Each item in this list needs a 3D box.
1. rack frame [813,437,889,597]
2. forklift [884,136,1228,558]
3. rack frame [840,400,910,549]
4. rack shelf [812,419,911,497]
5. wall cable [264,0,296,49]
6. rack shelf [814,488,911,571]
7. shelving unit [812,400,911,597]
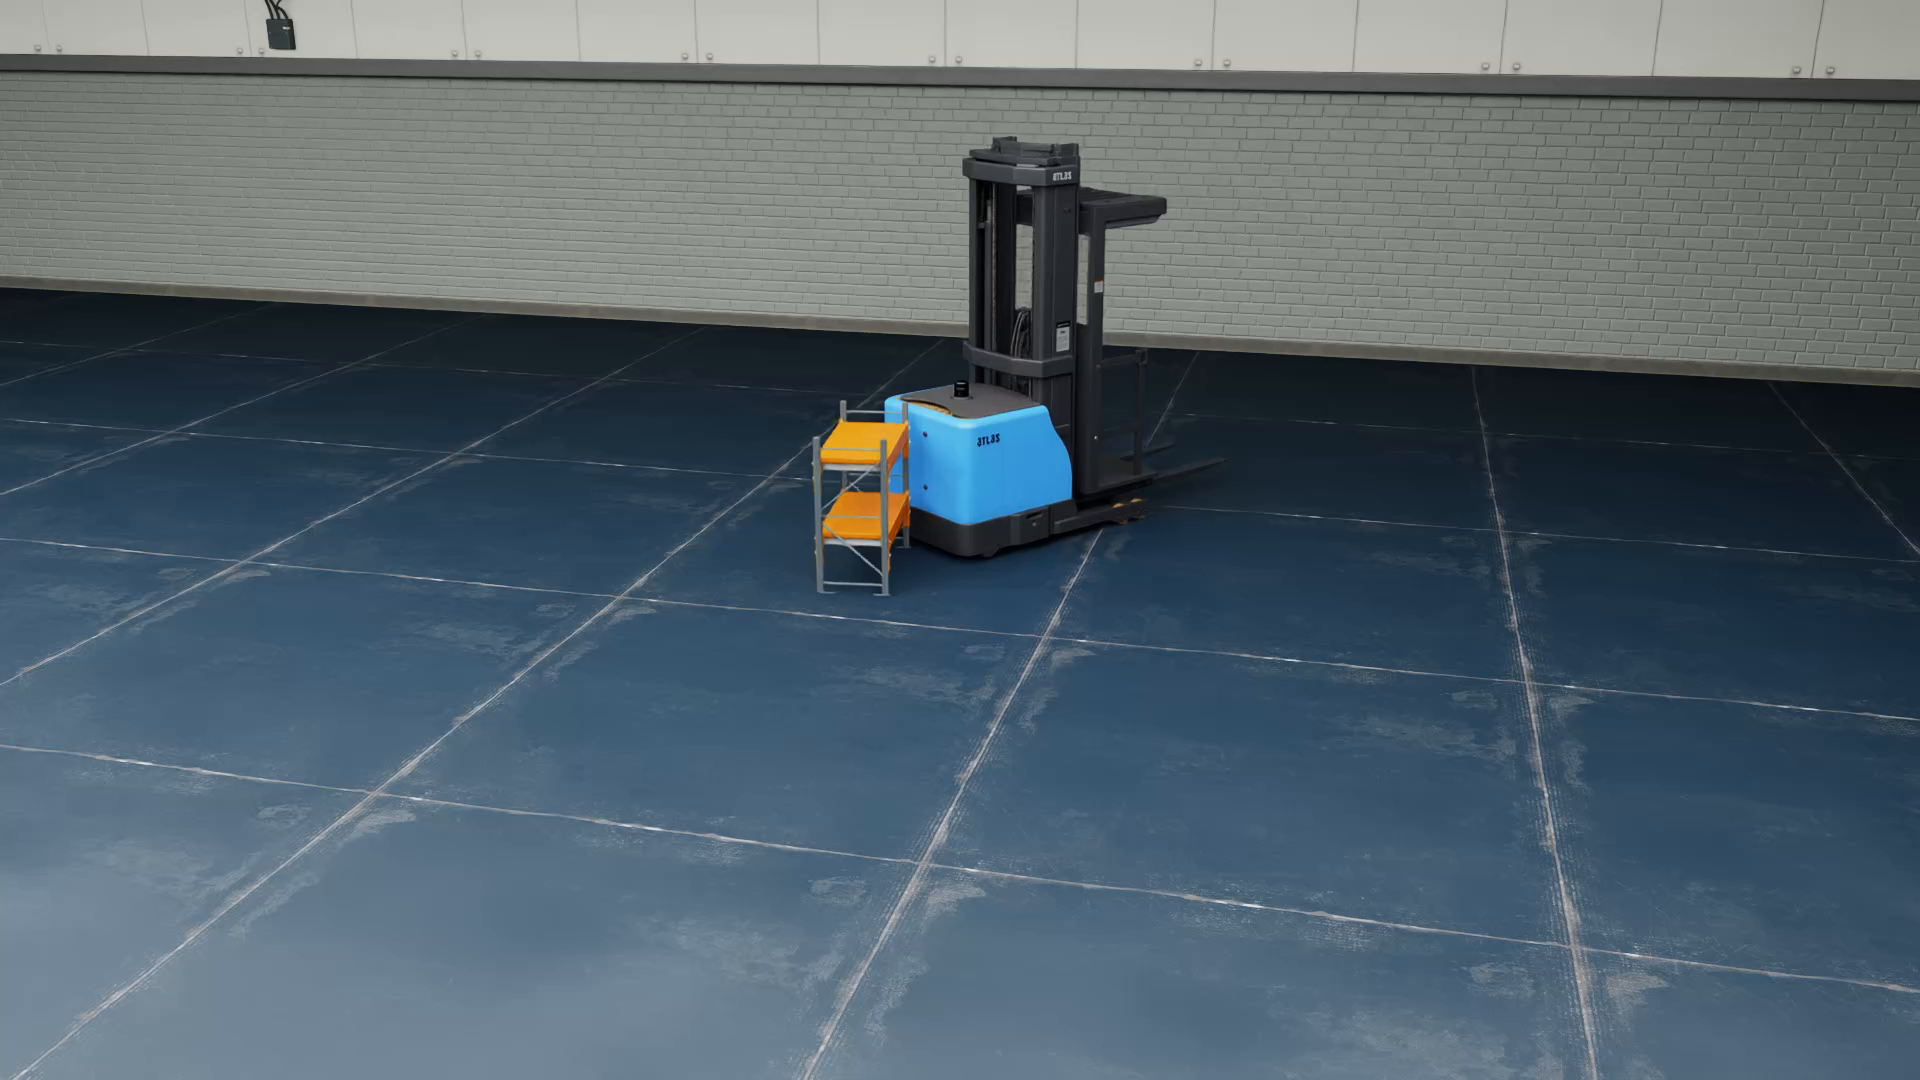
[{"bbox_3d":[-0.743,-0.153,11.395,0.500,1.125,0.032,2,19,6],"label":"rack frame"},{"bbox_3d":[0.874,-1.627,12.917,3.031,2.935,1.130,-15,24,-37],"label":"forklift"},{"bbox_3d":[-0.629,-0.479,12.351,0.500,1.125,0.032,2,19,6],"label":"rack frame"},{"bbox_3d":[-0.686,-0.593,11.778,0.538,0.278,1.000,2,19,6],"label":"rack shelf"},{"bbox_3d":[-7.453,-8.863,19.453,2.305,6.003,0.169,5,19,13],"label":"wall cable"},{"bbox_3d":[-0.686,-0.085,11.952,0.538,0.278,1.000,2,19,6],"label":"rack shelf"},{"bbox_3d":[-0.686,-0.316,11.873,0.538,1.125,1.048,2,19,6],"label":"shelving unit"}]
